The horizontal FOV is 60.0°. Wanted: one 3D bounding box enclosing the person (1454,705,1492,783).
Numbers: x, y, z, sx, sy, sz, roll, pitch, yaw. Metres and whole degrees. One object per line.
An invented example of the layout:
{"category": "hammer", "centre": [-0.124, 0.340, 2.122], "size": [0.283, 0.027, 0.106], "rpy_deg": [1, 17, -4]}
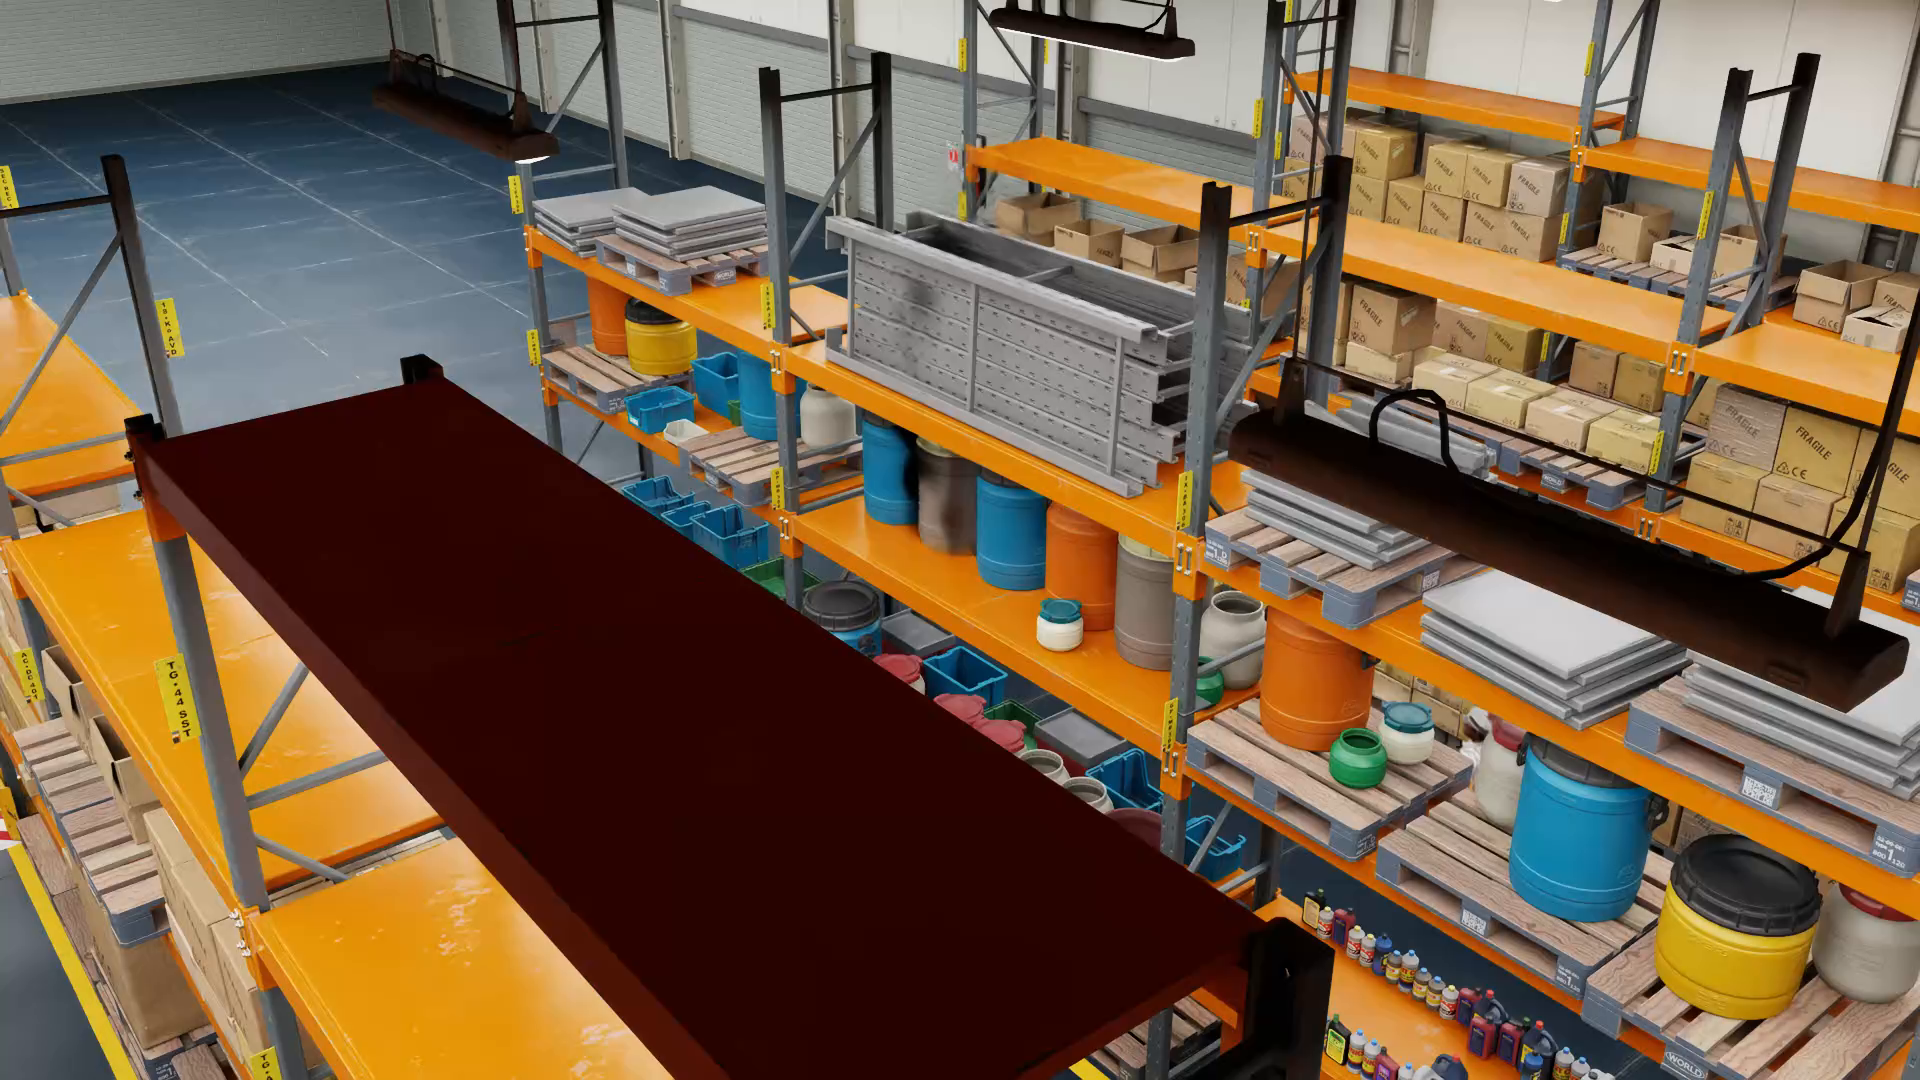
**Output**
{"category": "person", "centre": [3.581, 1.917, 11.766], "size": [0.888, 1.722, 0.569], "rpy_deg": [20, 32, 35]}
